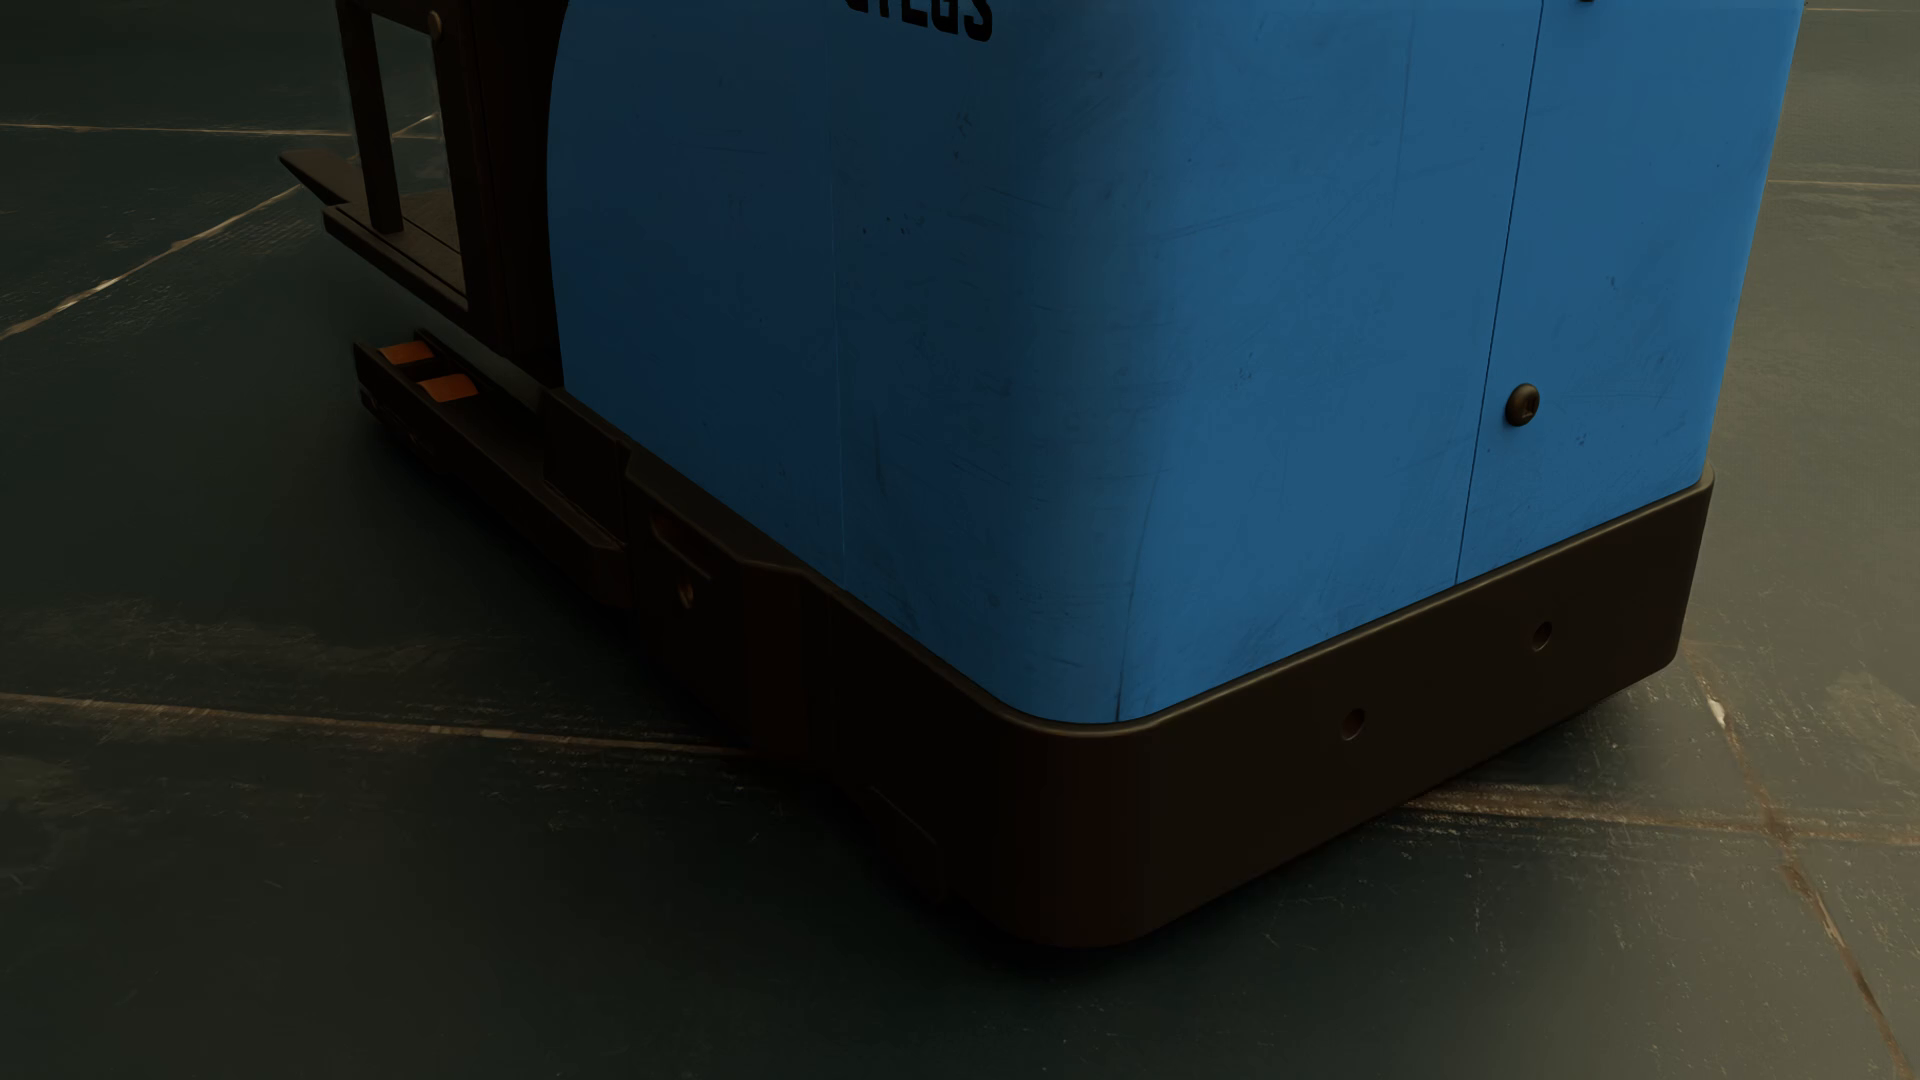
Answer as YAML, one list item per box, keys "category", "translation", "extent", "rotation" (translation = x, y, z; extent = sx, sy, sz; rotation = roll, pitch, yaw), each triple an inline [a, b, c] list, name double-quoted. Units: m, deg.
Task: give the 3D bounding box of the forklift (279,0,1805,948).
- category: "forklift"
  translation: [-0.374, -1.527, 2.279]
  extent: [1.130, 2.935, 3.031]
  rotation: [-18, 32, -32]
